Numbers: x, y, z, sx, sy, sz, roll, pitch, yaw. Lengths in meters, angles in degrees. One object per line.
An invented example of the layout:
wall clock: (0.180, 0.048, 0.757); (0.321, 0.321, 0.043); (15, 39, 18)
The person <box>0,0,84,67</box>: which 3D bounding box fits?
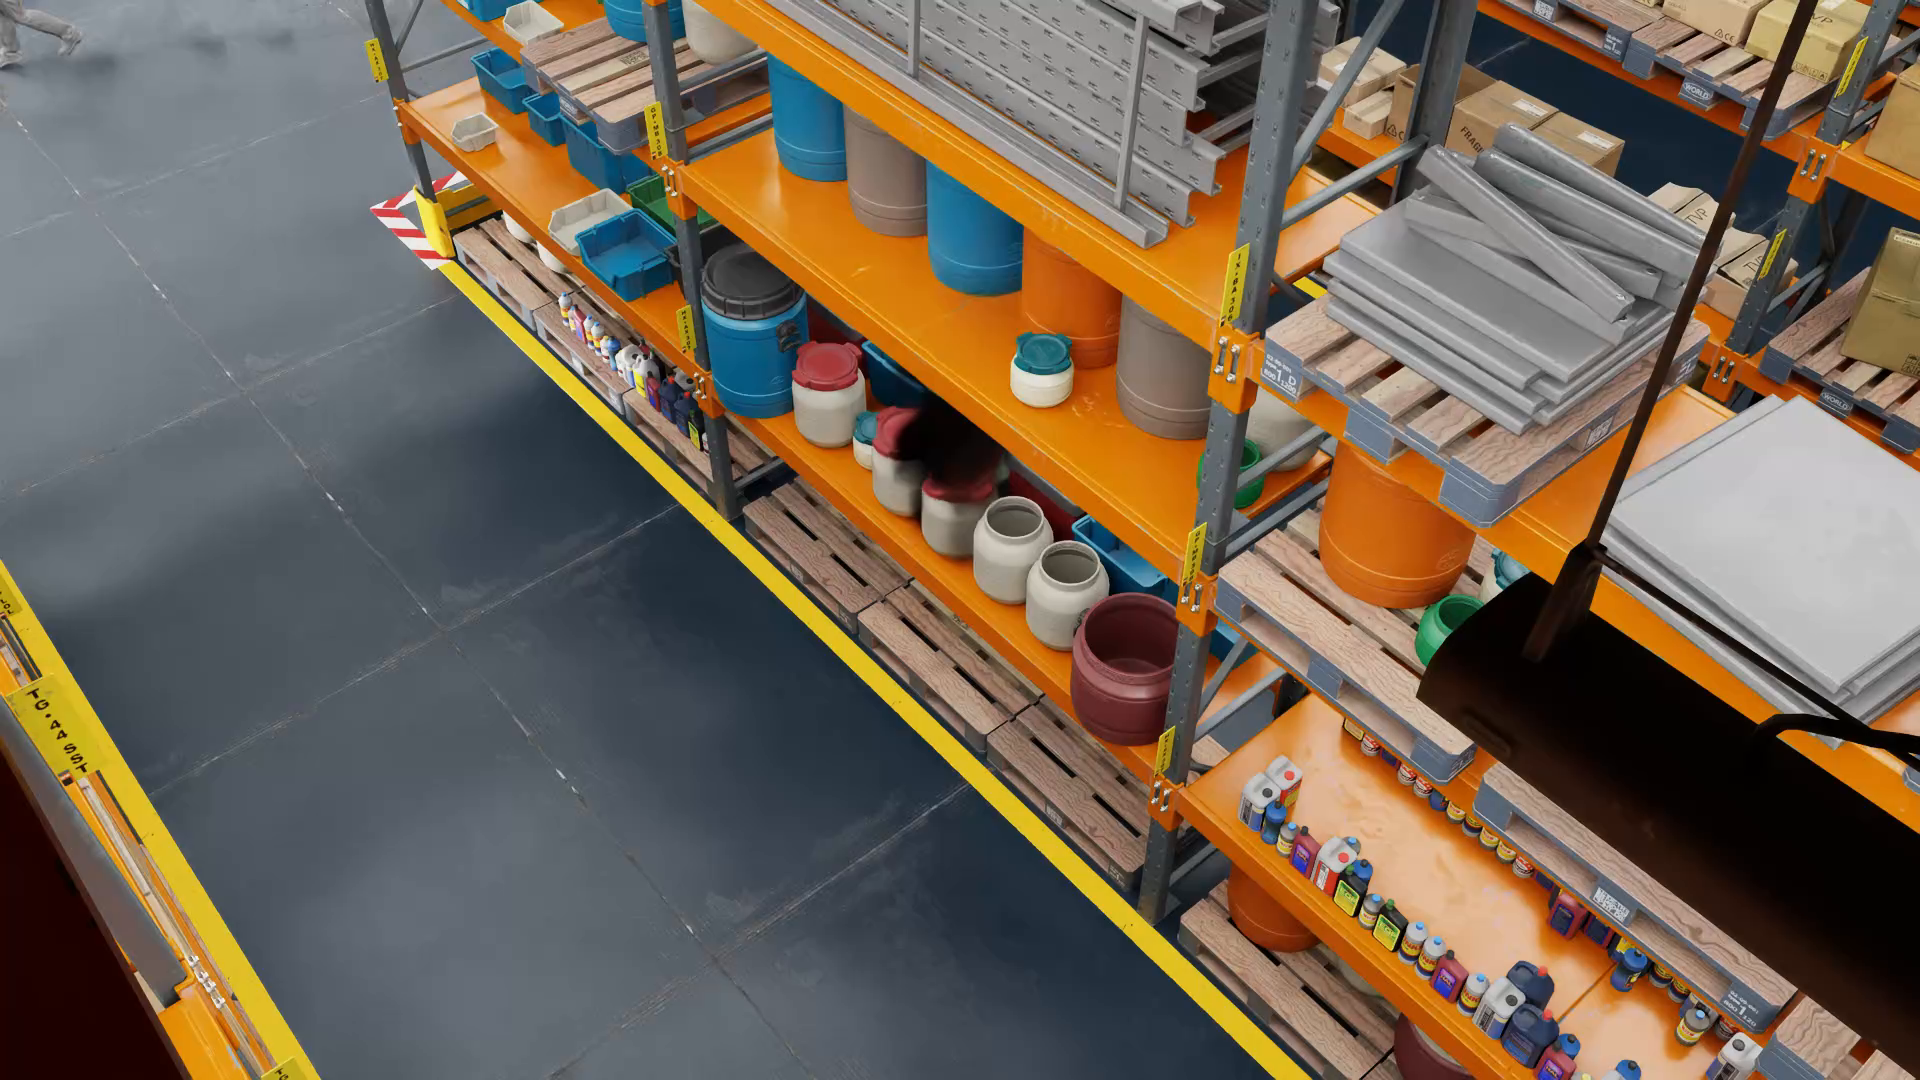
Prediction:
person: (-8.326, -4.910, 14.424); (0.914, 1.779, 0.682); (-7, 47, -7)
